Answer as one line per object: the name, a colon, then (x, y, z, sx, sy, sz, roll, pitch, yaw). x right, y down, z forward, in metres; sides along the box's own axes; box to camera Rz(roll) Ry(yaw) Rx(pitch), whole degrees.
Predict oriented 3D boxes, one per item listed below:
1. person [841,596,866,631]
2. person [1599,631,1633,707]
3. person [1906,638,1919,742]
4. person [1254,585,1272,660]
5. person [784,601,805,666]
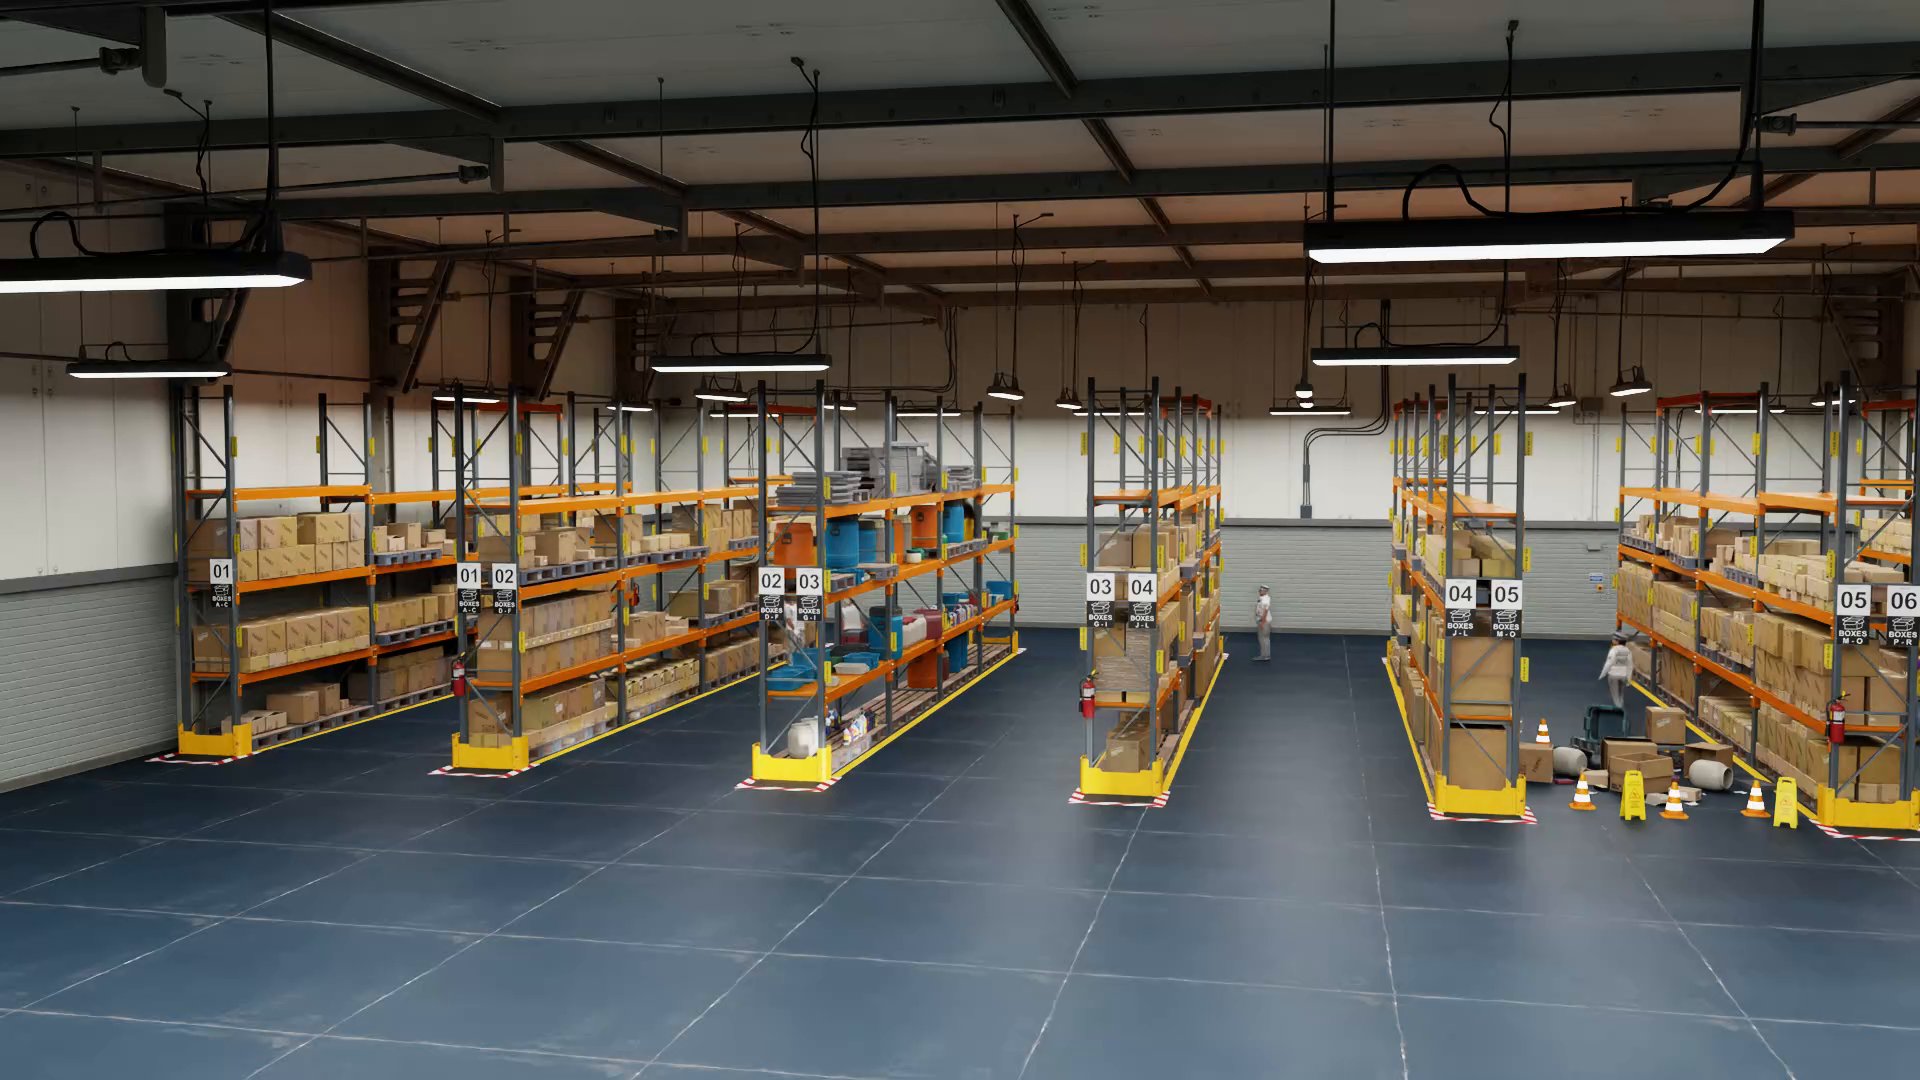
person: (-2.275, 2.003, 34.782, 0.531, 1.786, 0.536, -2, 4, -34)
person: (11.798, 2.481, 29.873, 0.555, 1.700, 0.730, 0, 3, 0)
person: (16.205, 2.546, 28.120, 0.646, 1.797, 0.692, 0, 3, 2)
person: (7.110, 1.927, 39.033, 0.402, 1.768, 0.625, 1, 3, 16)
person: (-3.501, 1.981, 35.564, 0.655, 1.802, 0.663, 2, 4, 37)
